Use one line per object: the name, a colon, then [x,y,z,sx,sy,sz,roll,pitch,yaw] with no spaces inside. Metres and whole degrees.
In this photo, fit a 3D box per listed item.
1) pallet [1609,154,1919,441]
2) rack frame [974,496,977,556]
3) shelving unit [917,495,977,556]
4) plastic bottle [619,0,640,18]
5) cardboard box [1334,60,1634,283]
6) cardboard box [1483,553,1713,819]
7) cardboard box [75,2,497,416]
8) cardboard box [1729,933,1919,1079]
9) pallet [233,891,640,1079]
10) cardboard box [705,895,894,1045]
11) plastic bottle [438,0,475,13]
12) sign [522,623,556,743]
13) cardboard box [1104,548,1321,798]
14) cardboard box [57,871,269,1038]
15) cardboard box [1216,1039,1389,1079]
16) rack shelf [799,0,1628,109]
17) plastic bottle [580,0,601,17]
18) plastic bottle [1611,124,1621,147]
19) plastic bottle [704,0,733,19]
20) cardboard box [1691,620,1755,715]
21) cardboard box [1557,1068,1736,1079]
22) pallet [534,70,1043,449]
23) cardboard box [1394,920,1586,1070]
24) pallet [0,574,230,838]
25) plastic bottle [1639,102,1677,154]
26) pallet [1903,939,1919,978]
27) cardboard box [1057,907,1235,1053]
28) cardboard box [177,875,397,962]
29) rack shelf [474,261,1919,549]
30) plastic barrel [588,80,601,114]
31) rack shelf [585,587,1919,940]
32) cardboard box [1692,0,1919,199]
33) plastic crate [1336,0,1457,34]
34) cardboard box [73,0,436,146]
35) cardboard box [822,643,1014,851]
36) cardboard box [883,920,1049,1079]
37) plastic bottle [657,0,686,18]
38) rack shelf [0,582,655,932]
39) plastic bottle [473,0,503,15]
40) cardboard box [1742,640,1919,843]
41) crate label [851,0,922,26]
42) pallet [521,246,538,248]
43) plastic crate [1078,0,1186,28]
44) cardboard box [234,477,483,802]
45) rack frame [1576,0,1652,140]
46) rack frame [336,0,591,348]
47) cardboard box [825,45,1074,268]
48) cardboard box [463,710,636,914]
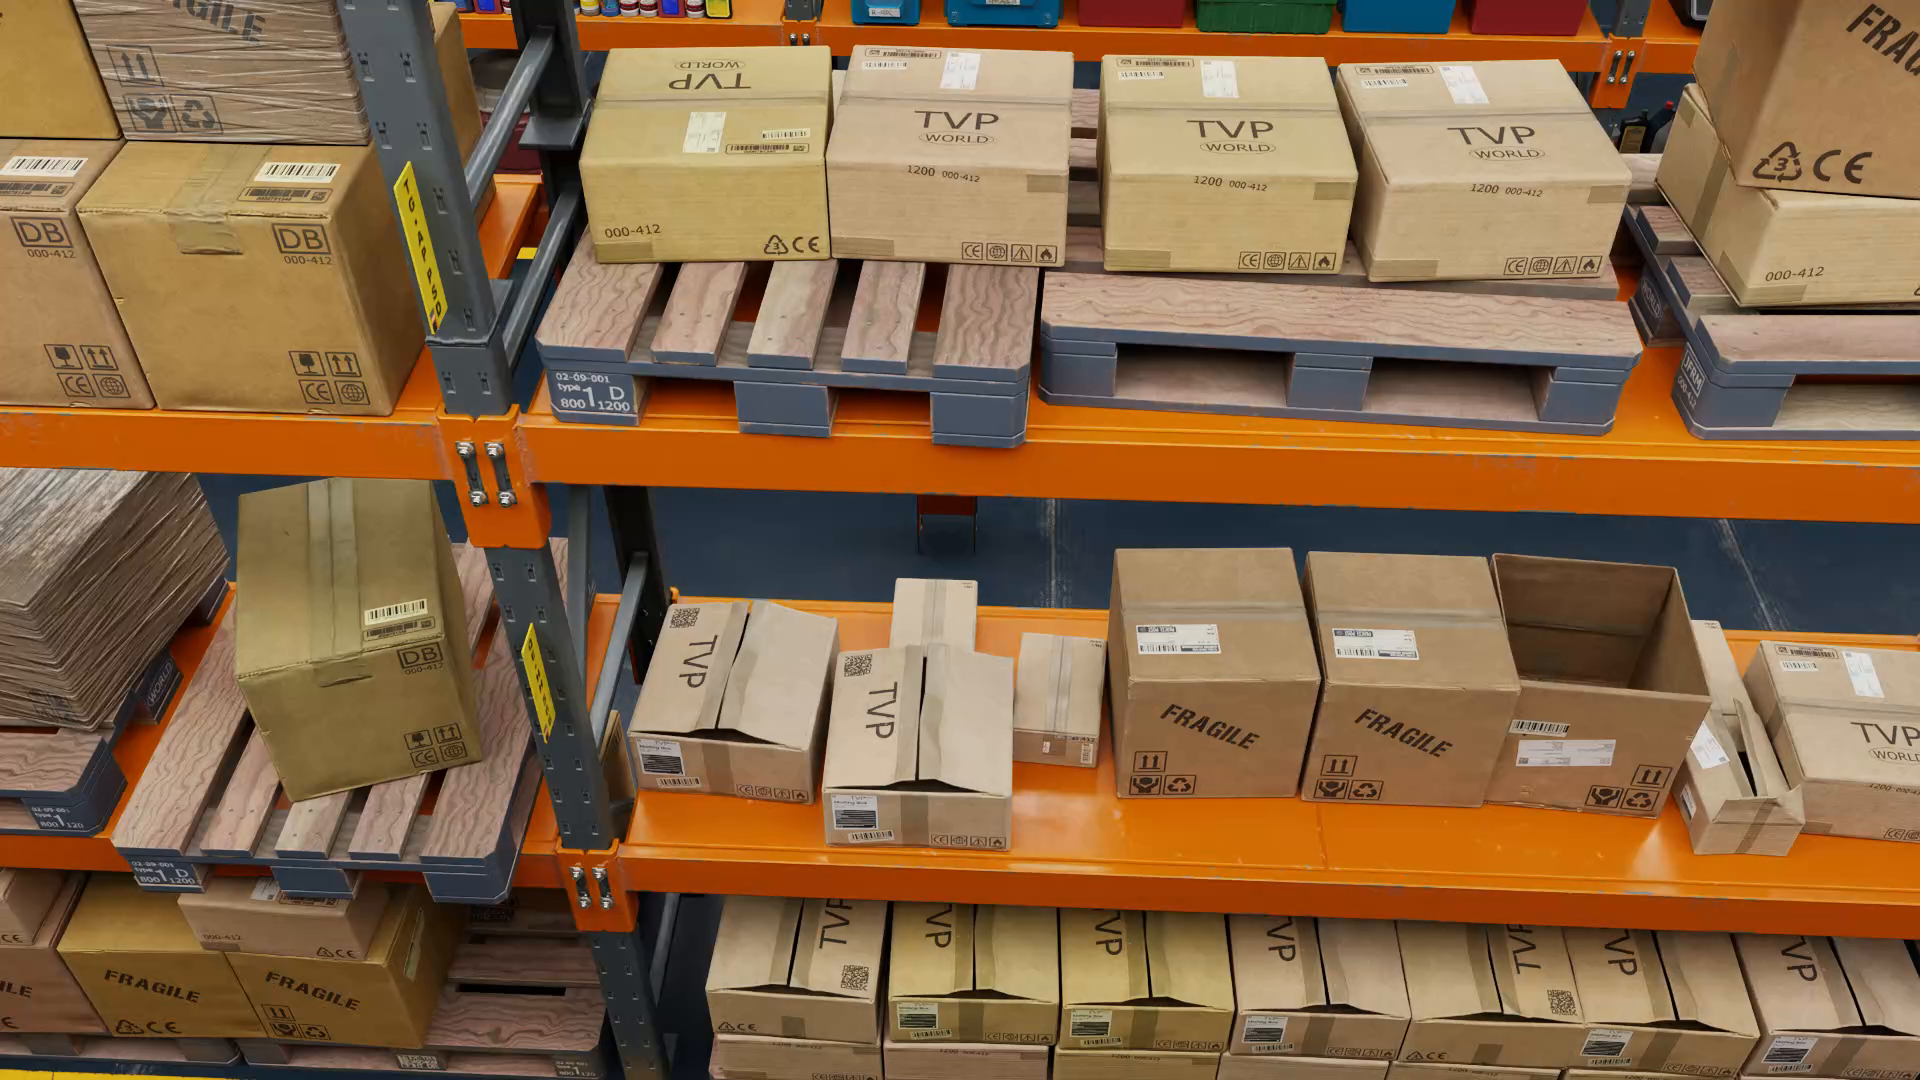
pallet: [2.124,-0.555,3.670,1.217,0.209,0.805,0,43,0]
rack frame: [0.068,-0.382,6.975,0.008,1.050,0.200,2,43,2]
shelving unit: [-0.053,-0.386,6.979,0.252,1.050,0.215,2,43,2]
plastic bottle: [-1.629,-2.680,8.157,0.097,0.201,0.097,0,43,0]
cardboard box: [1.098,-0.806,3.601,0.500,0.250,0.500,-2,43,-2]
cardboard box: [1.713,0.404,4.628,0.500,0.500,0.500,5,43,5]
cardboard box: [-1.428,-0.756,3.673,0.500,0.500,0.910,2,43,2]
cardboard box: [2.588,1.321,5.014,0.500,0.311,0.500,2,43,2]
pallet: [-1.734,1.340,5.742,1.213,0.211,1.003,2,43,2]
cardboard box: [-0.480,1.232,5.110,0.500,0.311,0.500,3,43,3]
plastic bottle: [-2.486,-2.777,8.152,0.185,0.351,0.144,2,43,2]
sign: [-1.005,0.343,3.975,0.005,0.325,0.100,2,43,2]
cardboard box: [0.687,0.372,4.662,0.500,0.500,0.500,0,43,0]
cardboard box: [-2.452,1.237,5.318,0.500,0.500,0.500,0,43,0]
cardboard box: [1.054,1.479,5.256,0.500,0.250,0.500,3,43,3]
rack shelf: [1.234,-2.680,8.539,4.000,0.370,1.077,2,43,2]
plastic bottle: [-1.824,-2.686,8.164,0.097,0.201,0.097,0,43,0]
plastic bottle: [3.609,-2.220,9.248,0.097,0.201,0.097,0,43,0]
plastic bottle: [-1.187,-2.684,8.101,0.133,0.283,0.061,2,43,2]
cardboard box: [2.130,0.417,4.872,0.250,0.149,0.380,2,43,2]
cardboard box: [2.073,1.511,5.221,0.500,0.250,0.500,1,43,1]
pallet: [-0.308,-0.700,3.824,1.003,0.211,1.213,4,43,4]
cardboard box: [1.570,1.292,5.045,0.500,0.311,0.500,2,43,2]
pallet: [-2.933,0.382,4.866,1.213,0.211,1.003,2,43,2]
plastic bottle: [3.889,-2.250,9.171,0.185,0.351,0.144,1,43,1]
pallet: [3.798,1.564,5.501,1.213,0.211,1.003,2,43,2]
cardboard box: [0.554,1.259,5.081,0.500,0.311,0.500,1,43,1]
cardboard box: [-1.992,0.980,5.044,0.500,0.250,0.500,3,43,4]
rack shelf: [1.008,-0.405,3.896,4.000,0.370,1.077,2,43,2]
plastic barrel: [-1.821,-2.208,9.022,0.421,0.512,0.421,0,43,0]
rack shelf: [1.008,0.693,4.919,4.000,0.370,1.077,2,43,2]
cardboard box: [1.821,-1.027,3.289,0.500,0.500,0.500,6,43,6]
plastic crate: [2.116,-2.698,8.043,0.575,0.384,0.392,2,43,2]
cardboard box: [-1.426,-1.149,3.361,0.500,0.500,0.500,2,43,2]
cardboard box: [-0.106,0.560,4.599,0.500,0.311,0.500,1,43,1]
cardboard box: [0.022,1.452,5.286,0.500,0.250,0.500,1,43,1]
plastic bottle: [-1.417,-2.691,8.109,0.133,0.283,0.061,2,43,2]
rack shelf: [-2.988,0.570,5.051,4.000,0.370,1.077,2,43,2]
plastic bottle: [-2.329,-2.719,8.139,0.133,0.283,0.061,2,43,2]
cardboard box: [2.512,0.561,4.643,0.500,0.250,0.500,4,43,5]
crate label: [-0.360,-2.675,8.129,0.416,0.233,0.303,2,43,2]
pallet: [-2.769,-2.019,9.348,1.213,0.211,1.003,2,43,2]
plastic crate: [0.837,-2.770,8.061,0.583,0.464,0.402,2,43,2]
cardboard box: [-1.625,0.235,4.501,0.500,0.500,0.700,-12,44,-12]
rack frame: [3.232,-2.882,8.228,0.127,3.000,1.000,2,43,2]
rack frame: [-0.990,-1.827,2.695,0.127,3.000,1.000,2,43,2]
cardboard box: [-0.010,-0.849,3.647,0.500,0.250,0.500,3,43,3]
cardboard box: [-1.432,0.913,5.665,0.500,0.500,0.500,3,43,4]
